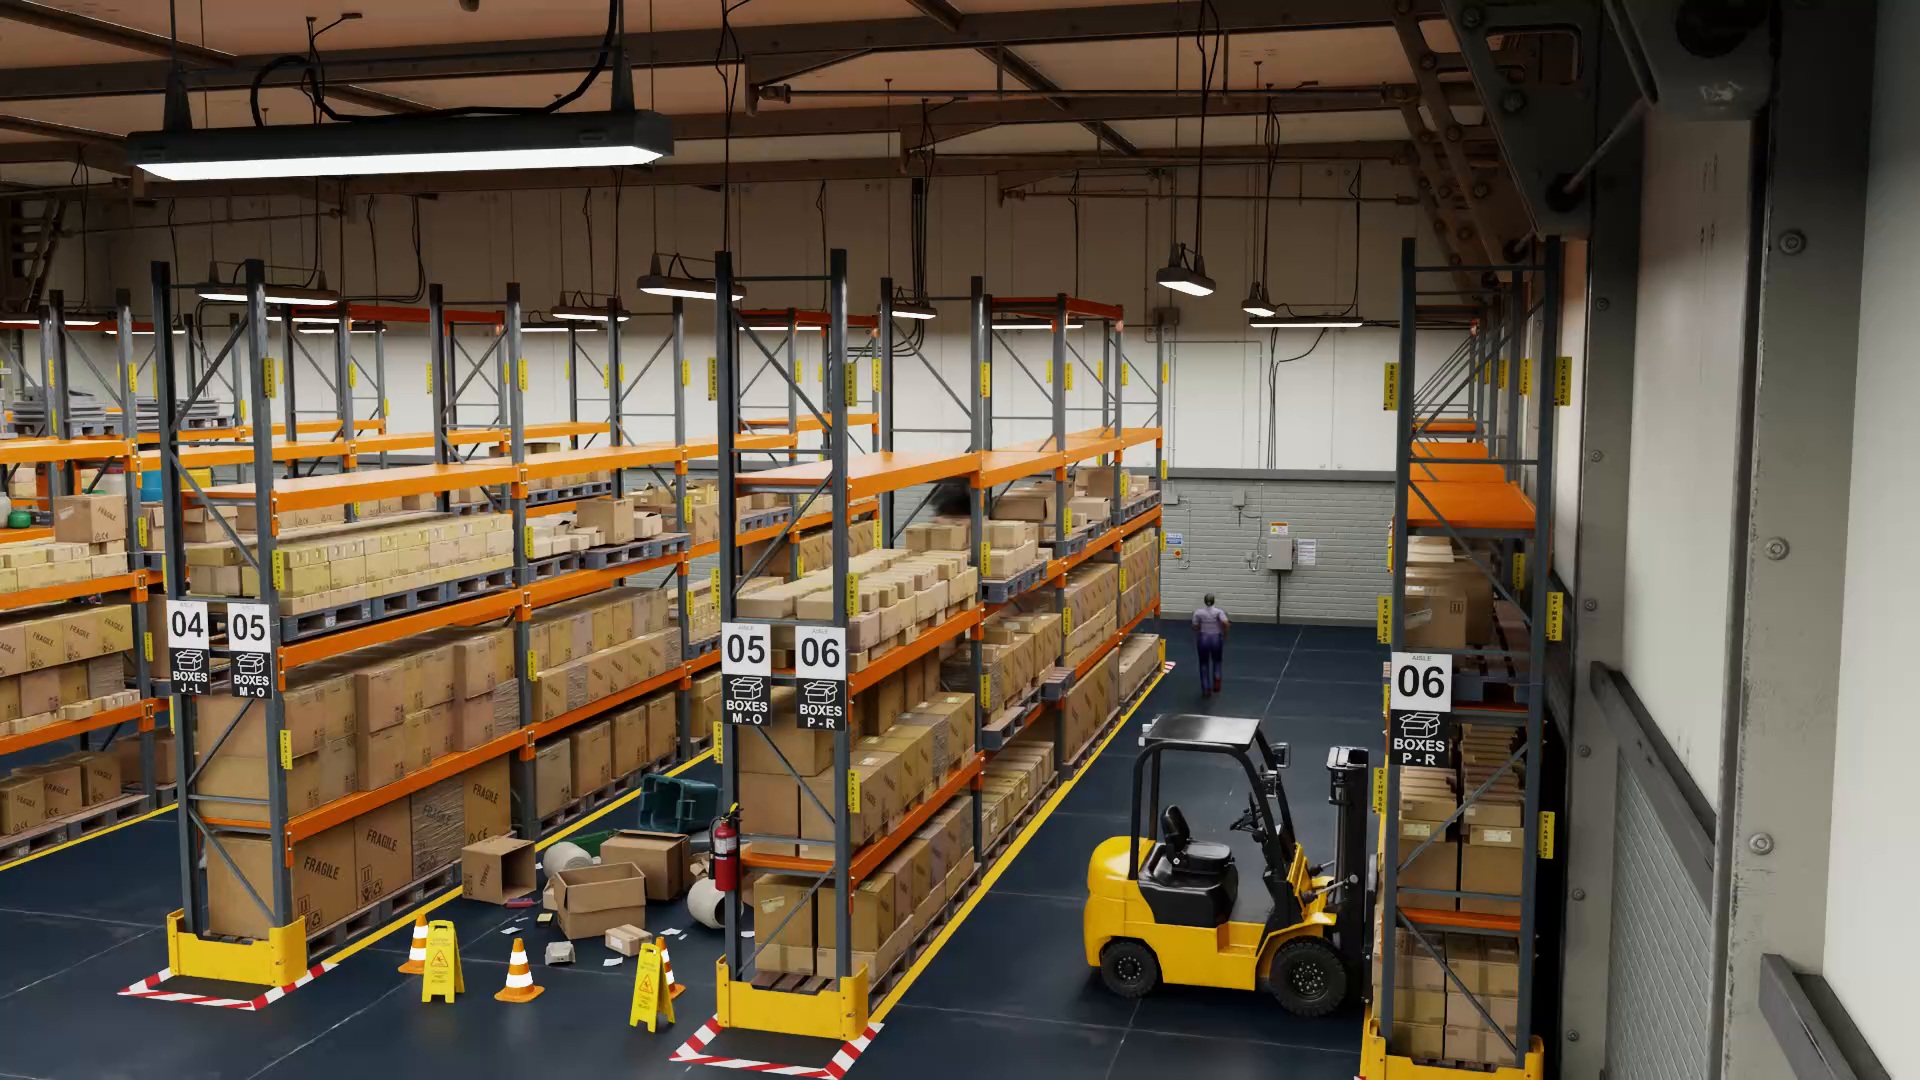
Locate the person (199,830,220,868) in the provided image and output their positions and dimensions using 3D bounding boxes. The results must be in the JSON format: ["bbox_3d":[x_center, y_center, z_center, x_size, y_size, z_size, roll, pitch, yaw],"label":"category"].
[{"bbox_3d":[-7.638,2.434,17.293,0.701,1.750,0.990,1,6,6],"label":"person"}]

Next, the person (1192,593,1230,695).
[{"bbox_3d":[3.917,1.613,26.003,0.592,1.609,0.583,1,6,9],"label":"person"}]
